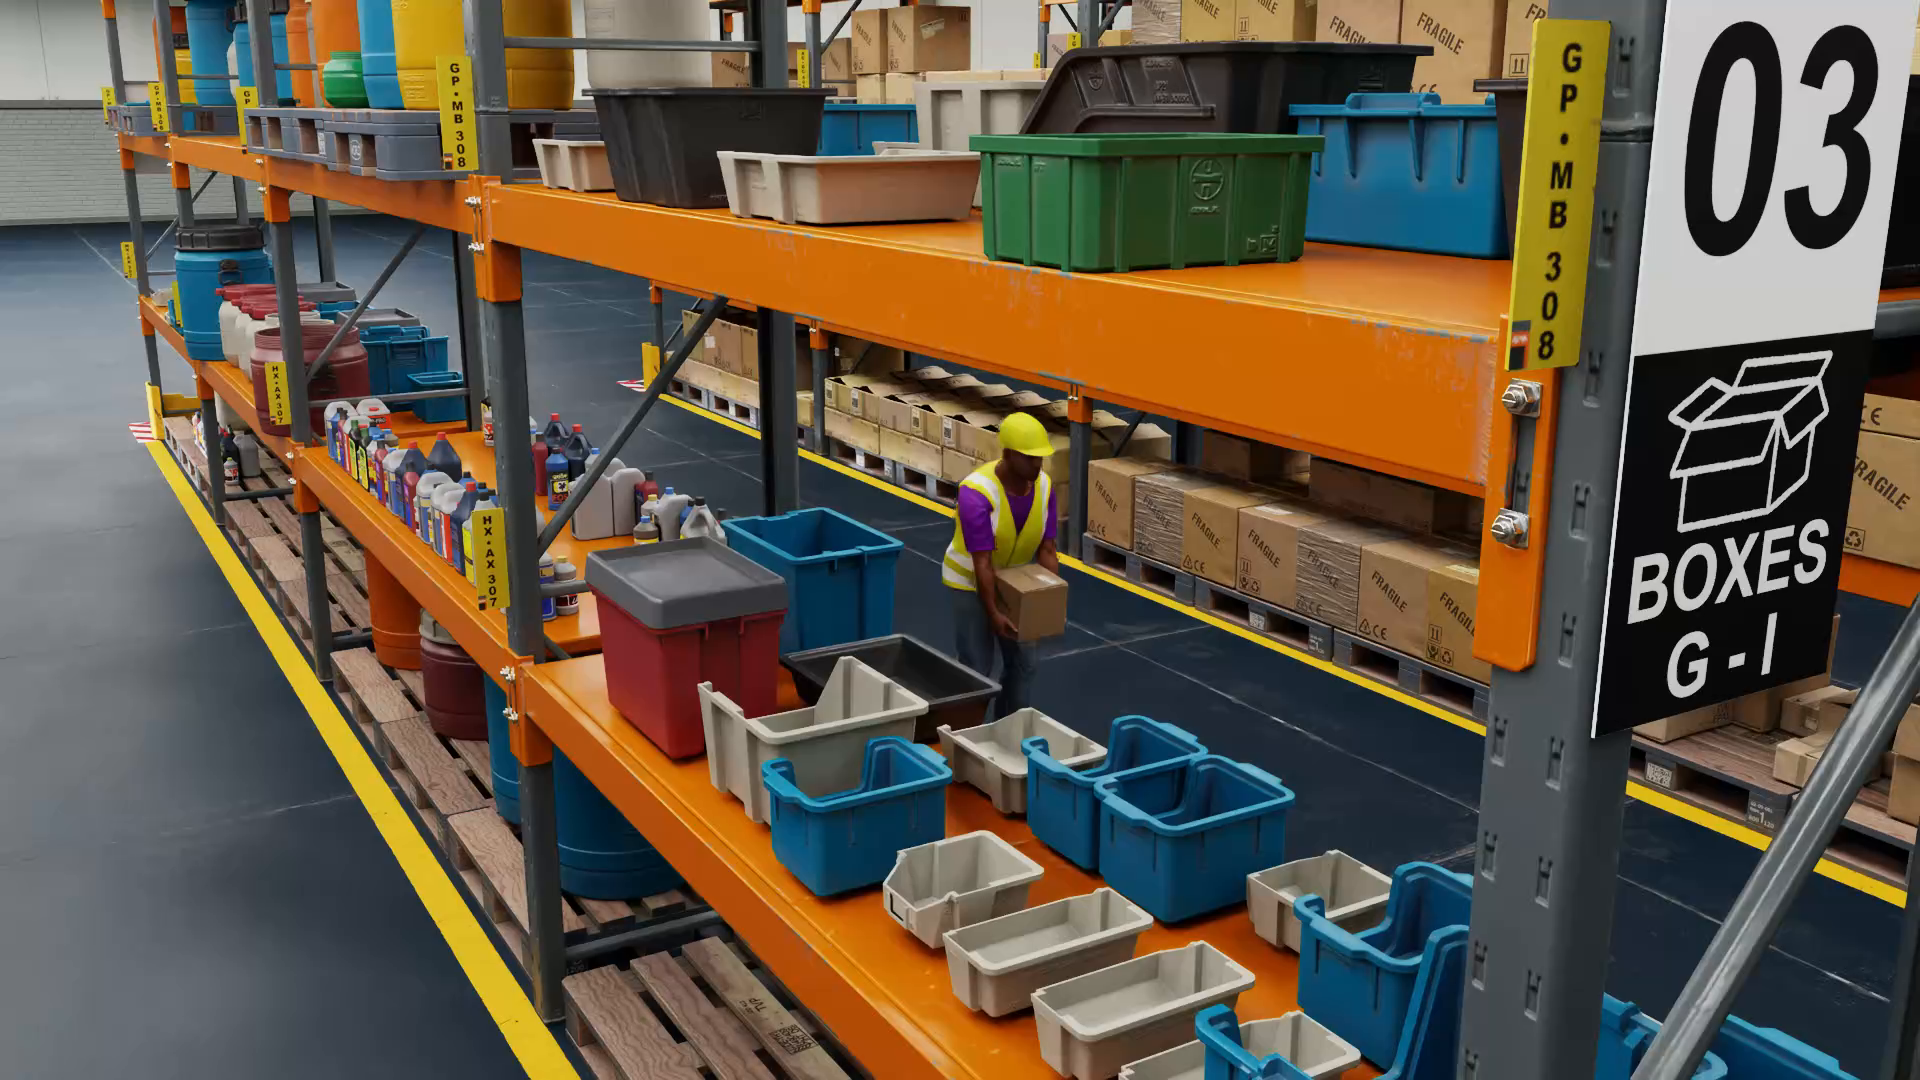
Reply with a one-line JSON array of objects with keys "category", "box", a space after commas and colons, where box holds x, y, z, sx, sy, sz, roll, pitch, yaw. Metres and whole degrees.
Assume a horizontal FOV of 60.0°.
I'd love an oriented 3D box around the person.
[{"category": "person", "box": [0.216, 0.251, 7.603, 0.493, 1.718, 0.612, -9, 17, -31]}]
